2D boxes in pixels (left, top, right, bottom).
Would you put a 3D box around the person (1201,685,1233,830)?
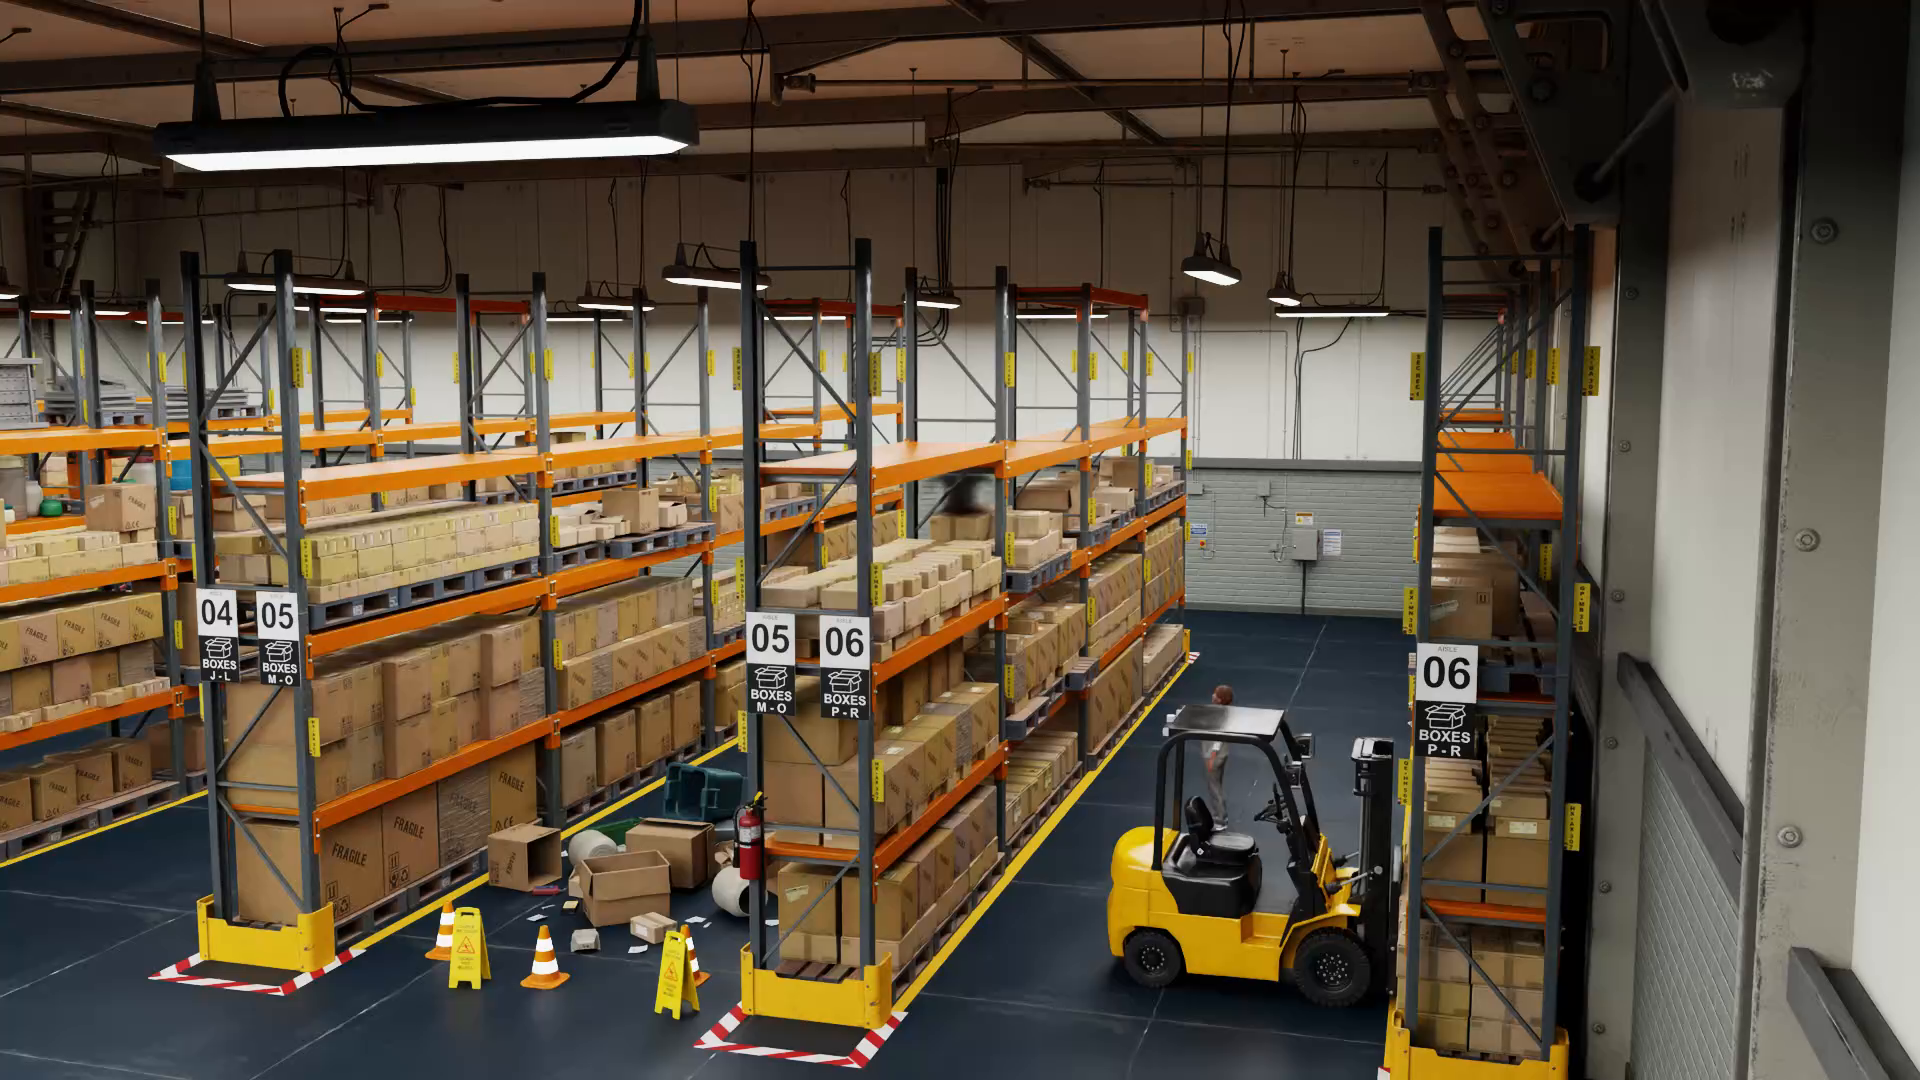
[{"bbox_3d":[2.765,2.364,18.049,0.342,1.585,0.504,3,7,24],"label":"person"}]
